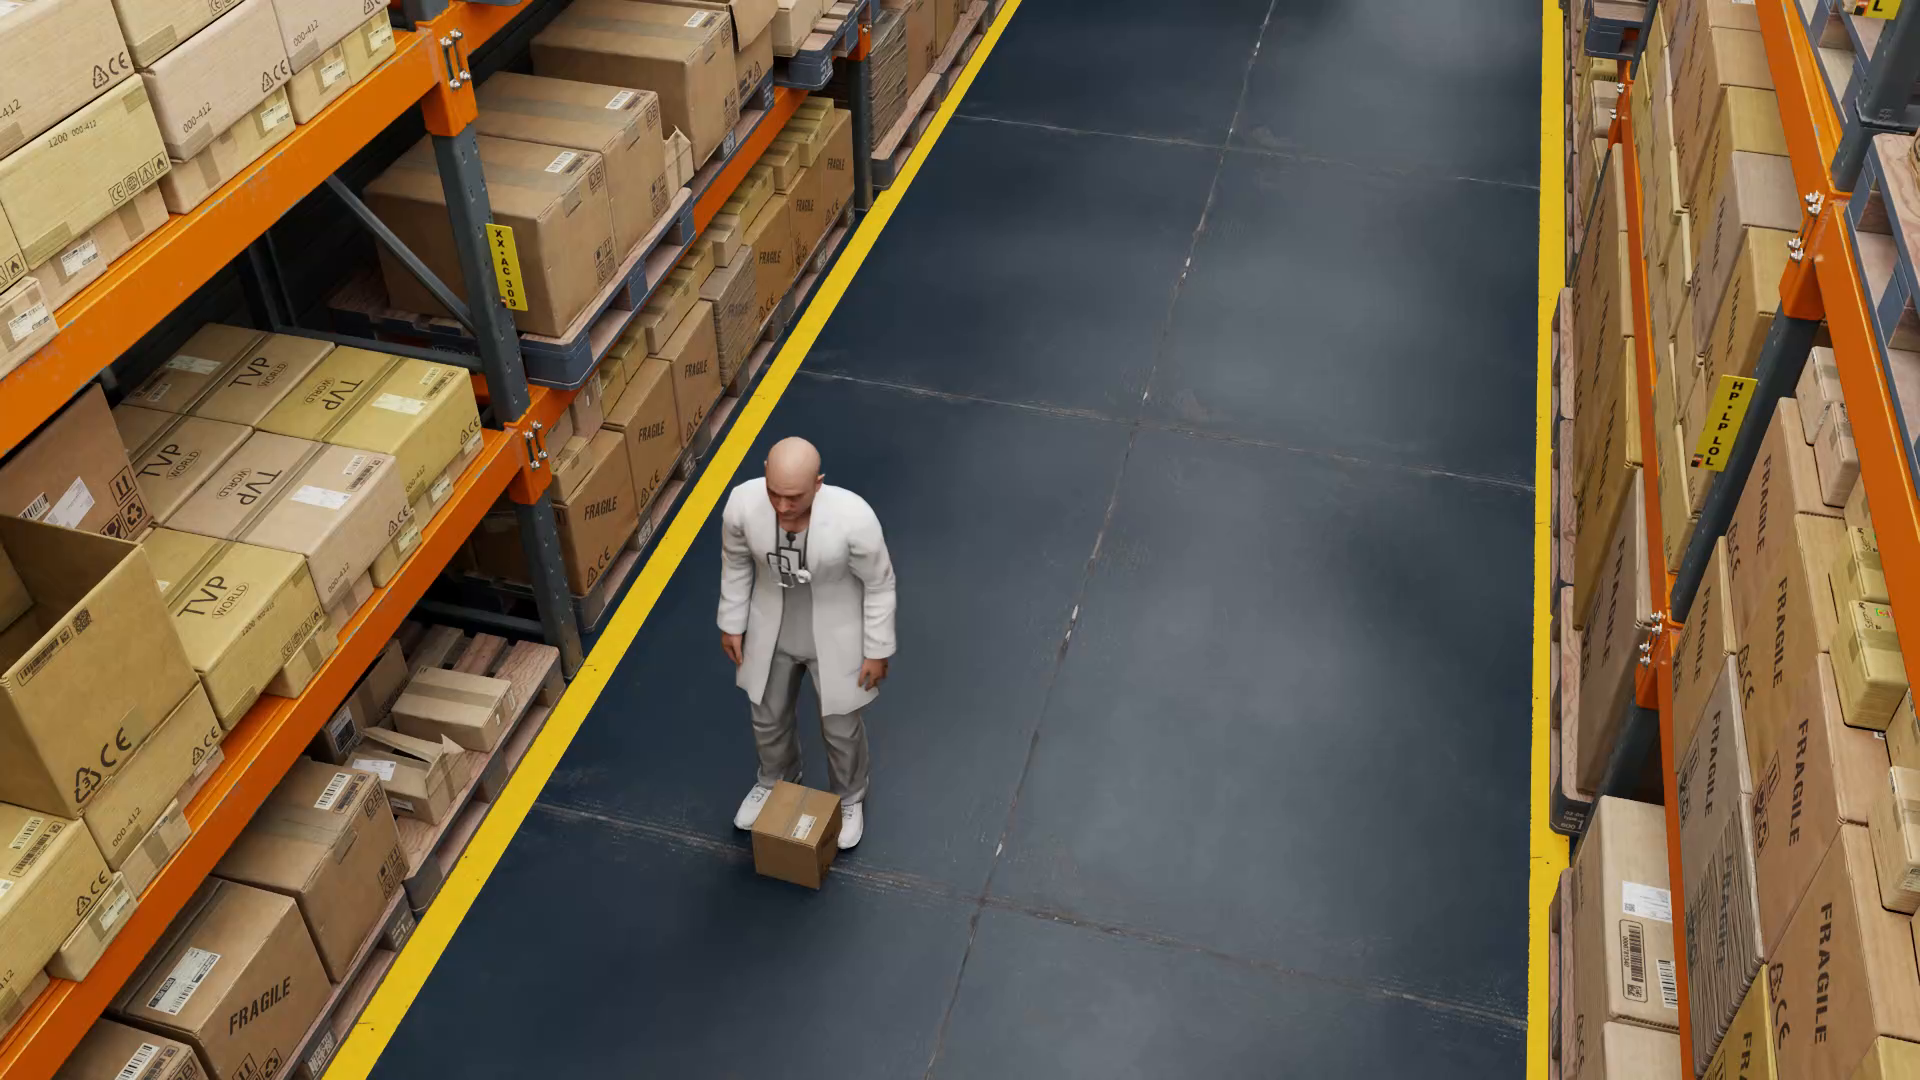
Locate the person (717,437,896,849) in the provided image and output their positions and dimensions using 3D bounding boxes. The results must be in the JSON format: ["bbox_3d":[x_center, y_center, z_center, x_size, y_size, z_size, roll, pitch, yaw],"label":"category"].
[{"bbox_3d":[-0.531,0.340,5.771,0.646,1.774,0.418,10,41,11],"label":"person"}]
